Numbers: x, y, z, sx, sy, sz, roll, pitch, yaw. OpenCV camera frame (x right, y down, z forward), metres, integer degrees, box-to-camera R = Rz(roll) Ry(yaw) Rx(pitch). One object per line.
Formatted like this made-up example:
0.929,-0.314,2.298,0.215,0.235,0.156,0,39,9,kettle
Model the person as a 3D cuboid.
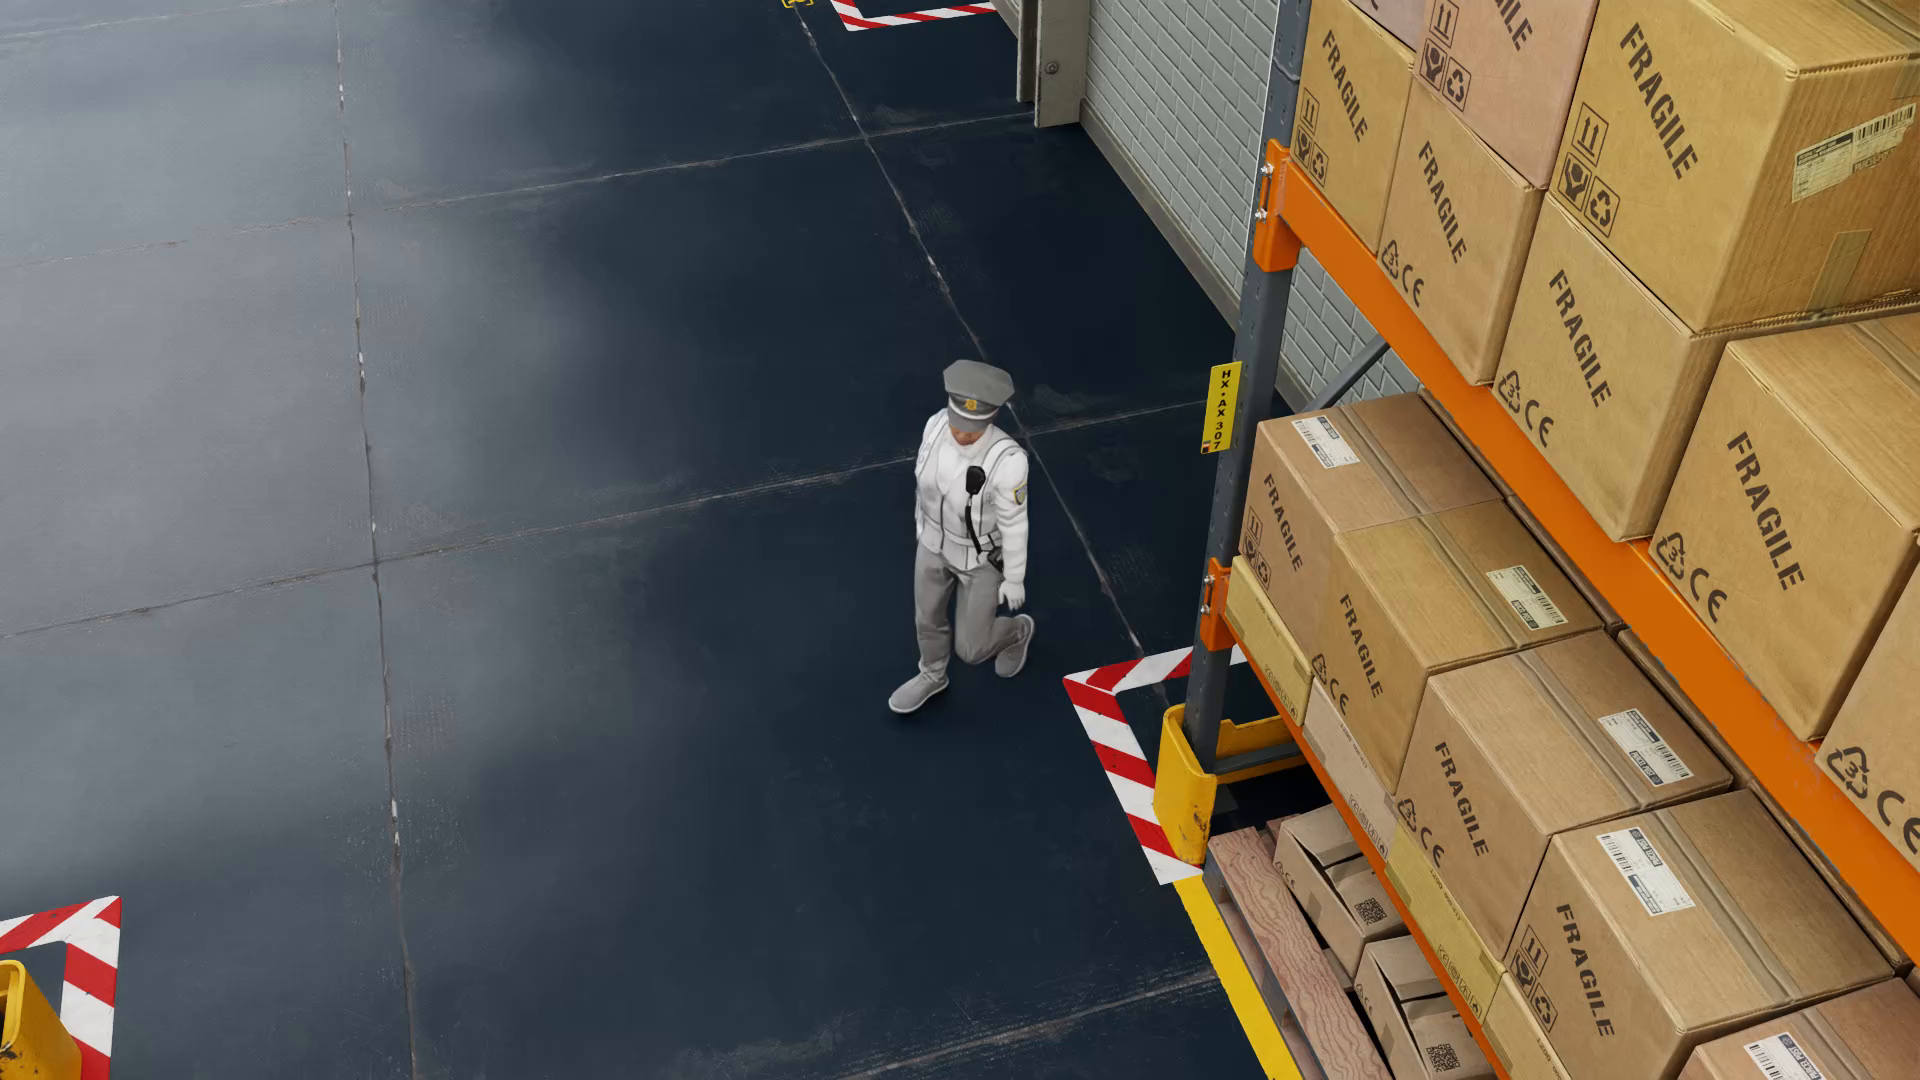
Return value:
-0.004,0.049,6.083,0.540,1.652,0.451,29,50,28,person
